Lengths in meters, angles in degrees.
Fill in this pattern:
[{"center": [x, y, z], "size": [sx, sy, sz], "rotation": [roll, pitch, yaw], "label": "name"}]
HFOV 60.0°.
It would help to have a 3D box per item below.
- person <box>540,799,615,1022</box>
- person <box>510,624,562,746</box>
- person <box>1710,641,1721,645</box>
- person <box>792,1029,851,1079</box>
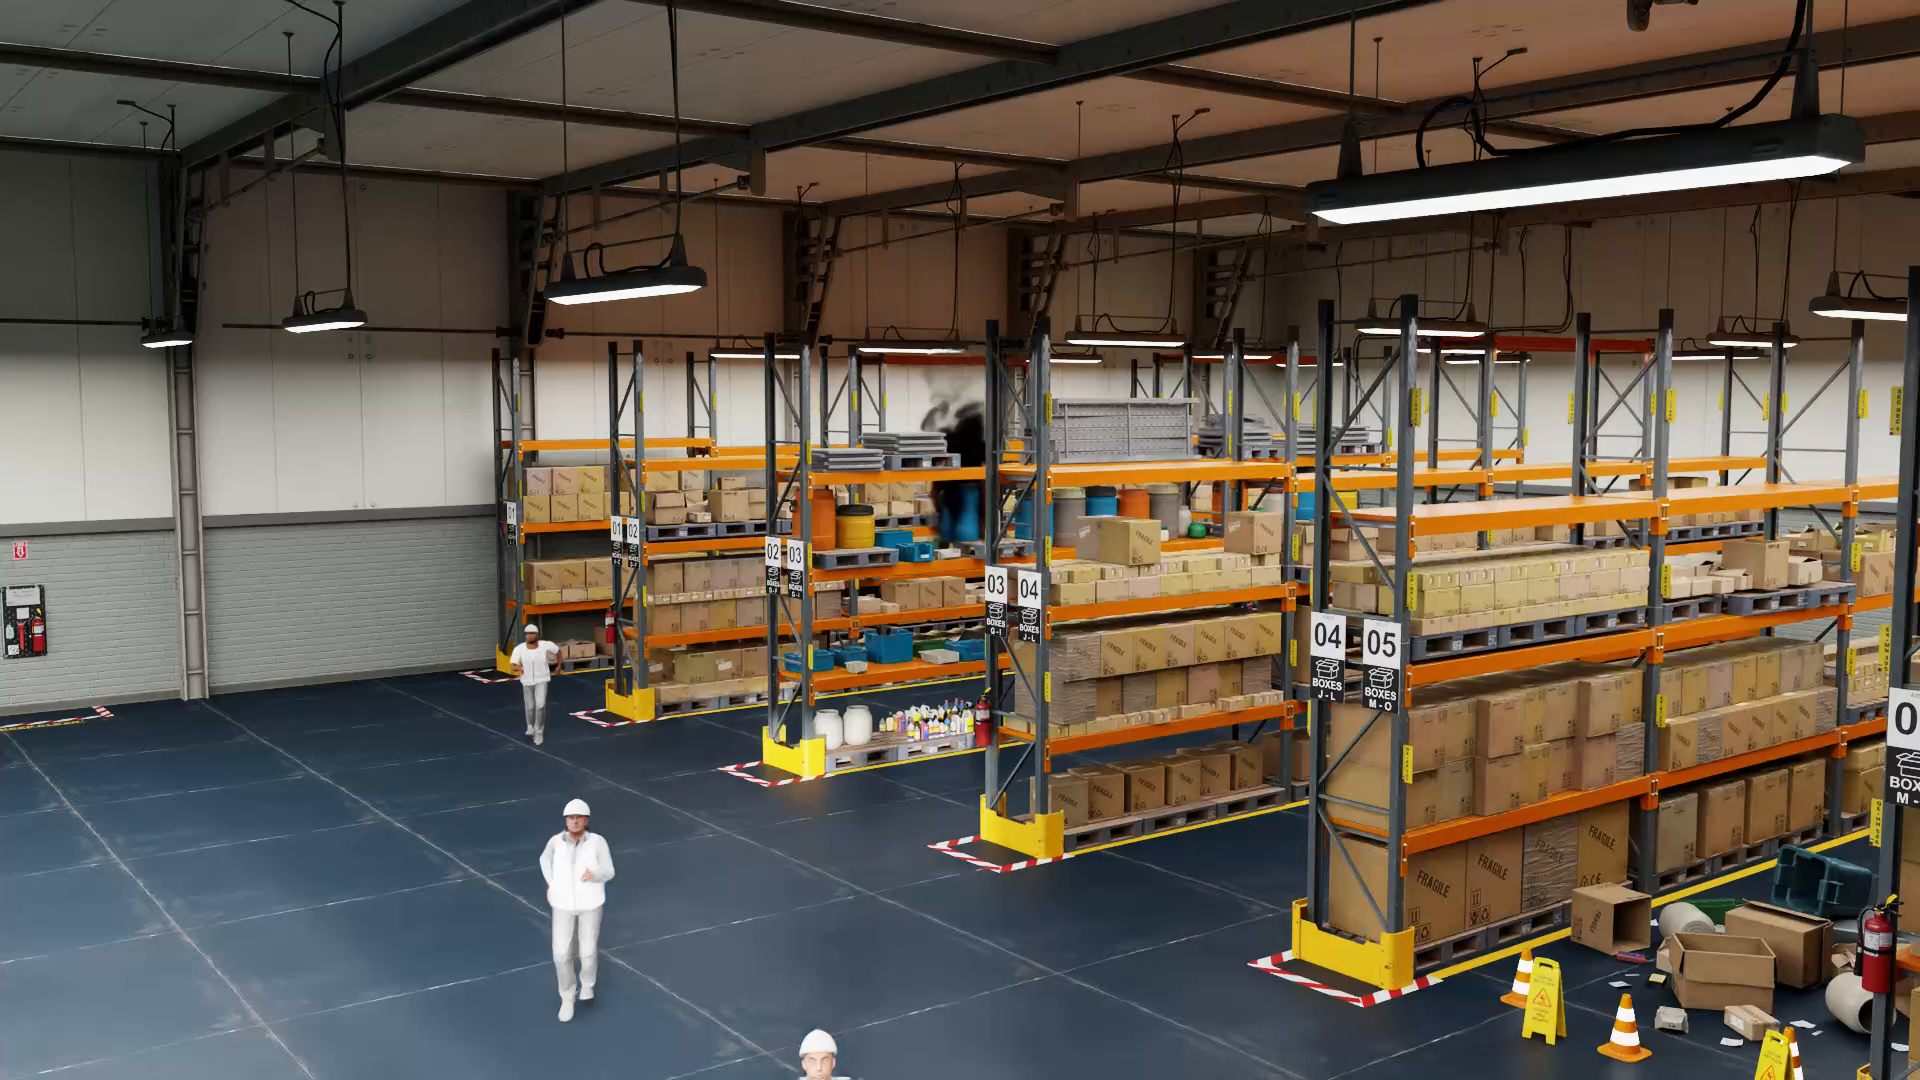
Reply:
[{"center": [-3.193, 3.073, 13.862], "size": [0.637, 1.824, 0.715], "rotation": [-1, 5, -8], "label": "person"}, {"center": [-6.275, 2.129, 24.616], "size": [0.713, 1.796, 0.885], "rotation": [0, 5, -5], "label": "person"}, {"center": [10.610, 2.287, 23.346], "size": [0.660, 1.715, 0.555], "rotation": [-5, 7, -44], "label": "person"}, {"center": [-0.755, 3.507, 9.031], "size": [0.656, 1.749, 0.704], "rotation": [-1, 5, -7], "label": "person"}]
